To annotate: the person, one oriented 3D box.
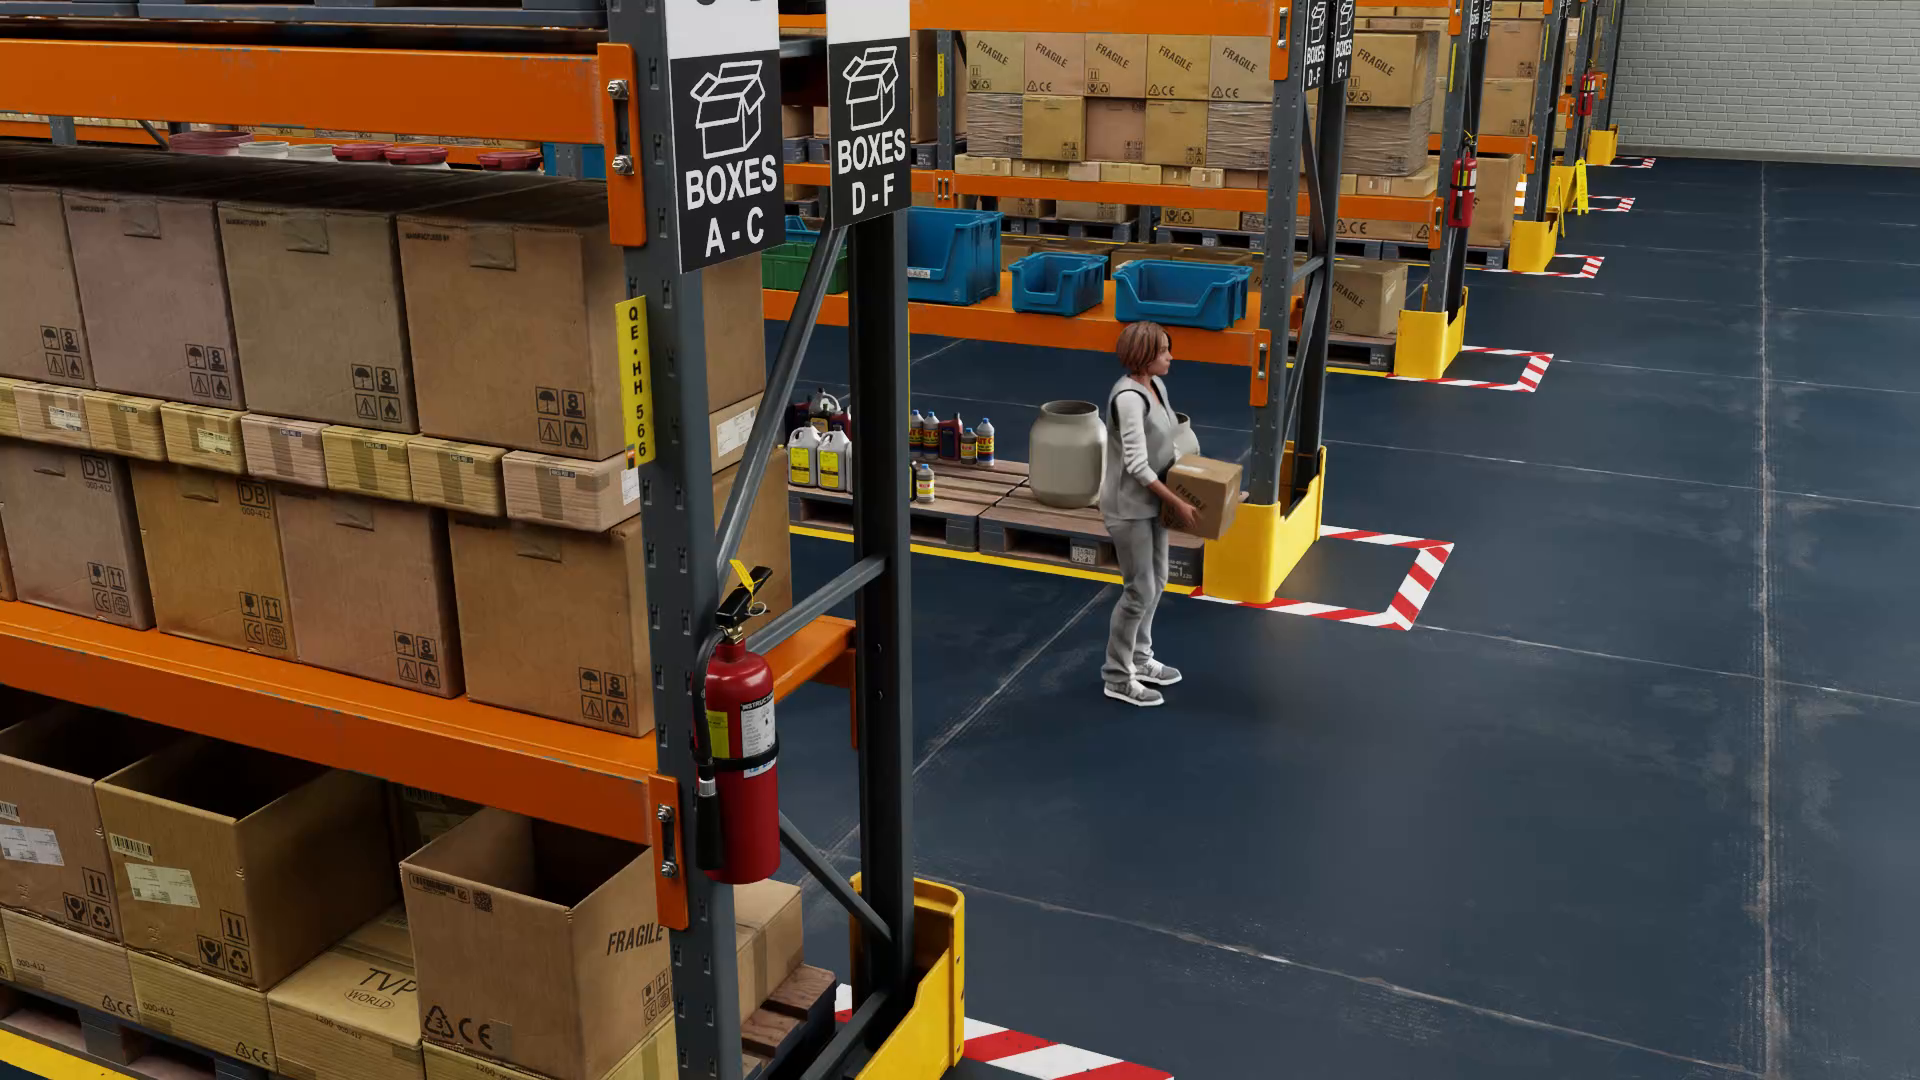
[{"bbox_3d":[0.813,-0.104,6.888,0.461,1.587,0.440,8,21,22],"label":"person"}]
